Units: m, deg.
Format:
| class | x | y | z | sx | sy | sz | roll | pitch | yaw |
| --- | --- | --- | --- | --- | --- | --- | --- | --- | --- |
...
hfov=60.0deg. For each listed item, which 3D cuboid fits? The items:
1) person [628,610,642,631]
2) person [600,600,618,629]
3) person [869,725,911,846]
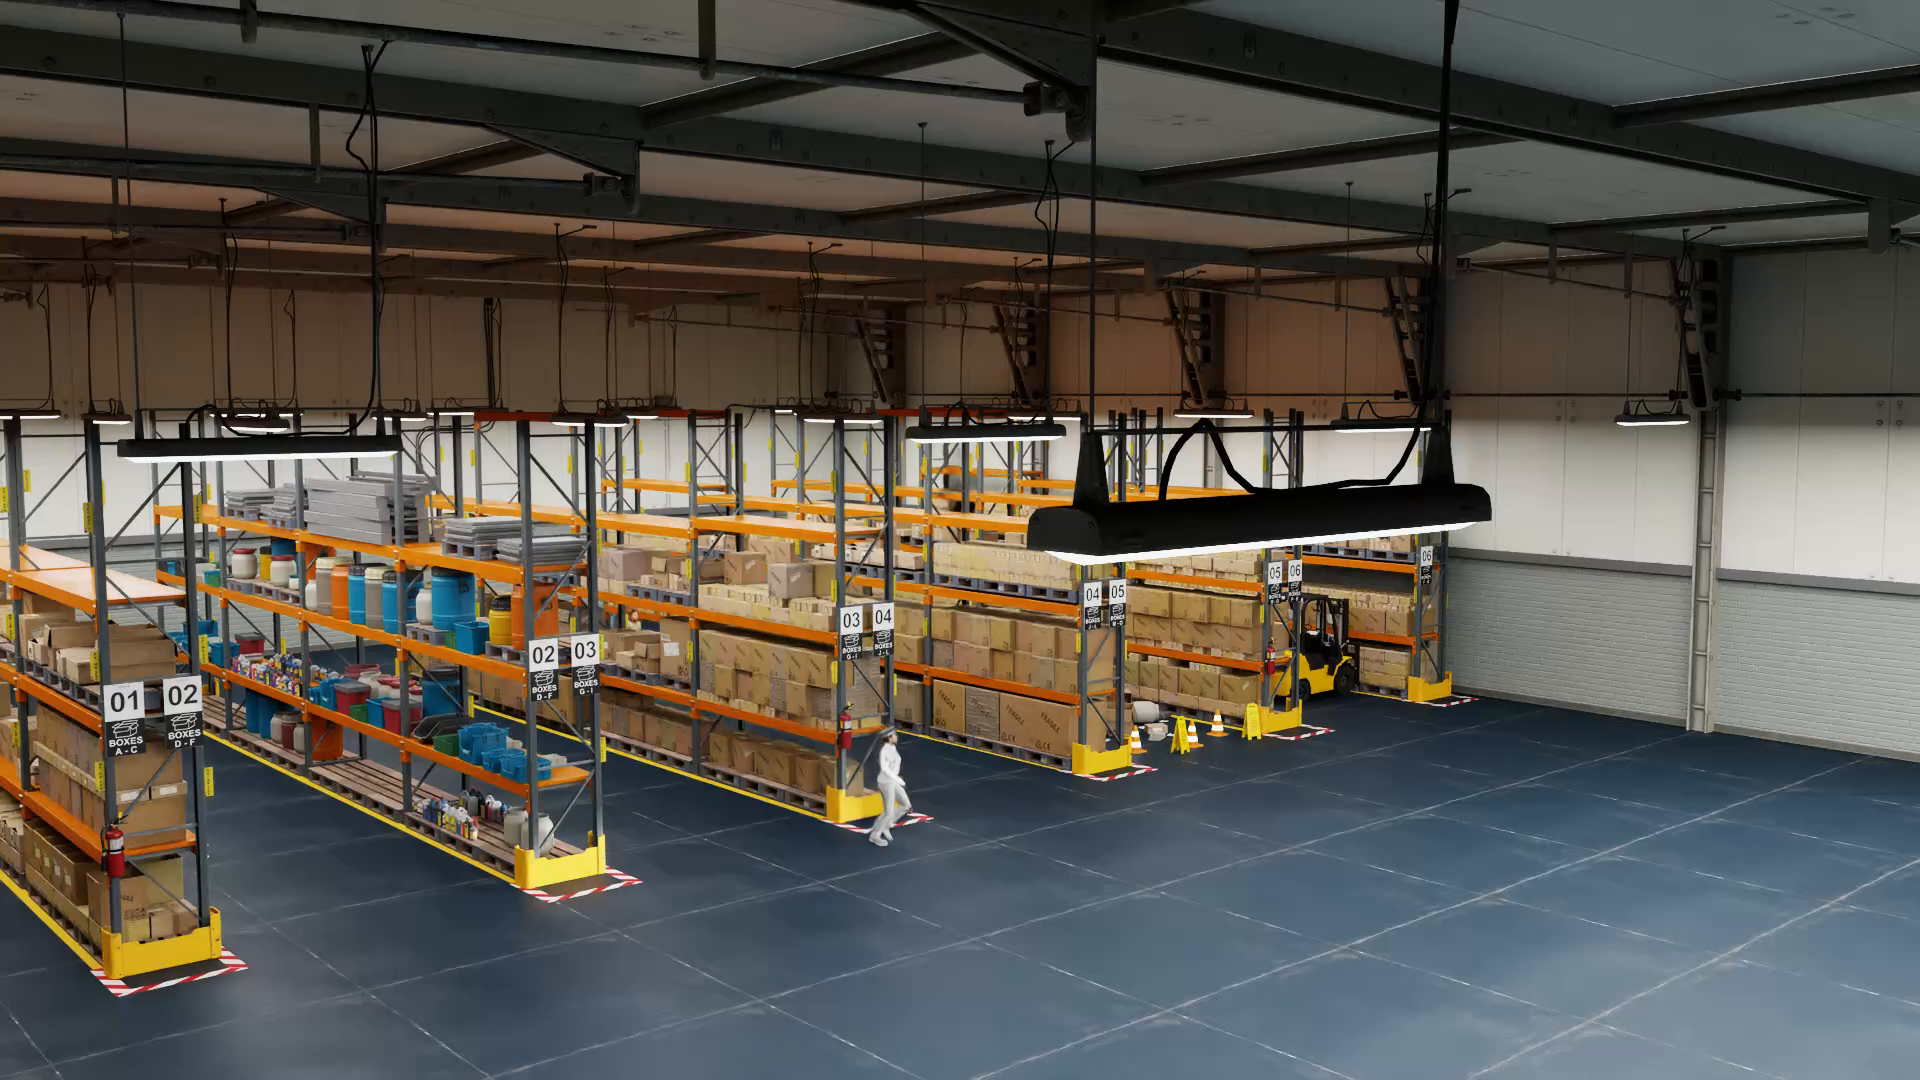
| class | x | y | z | sx | sy | sz | roll | pitch | yaw |
| --- | --- | --- | --- | --- | --- | --- | --- | --- | --- |
| person | -7.108 | 2.329 | 36.198 | 0.581 | 1.637 | 0.785 | -5 | 7 | -42 |
| person | -8.603 | 1.812 | 41.261 | 0.683 | 1.808 | 0.844 | 3 | 6 | 28 |
| person | -0.978 | 3.446 | 23.541 | 0.560 | 1.642 | 0.678 | 1 | 5 | 8 |
